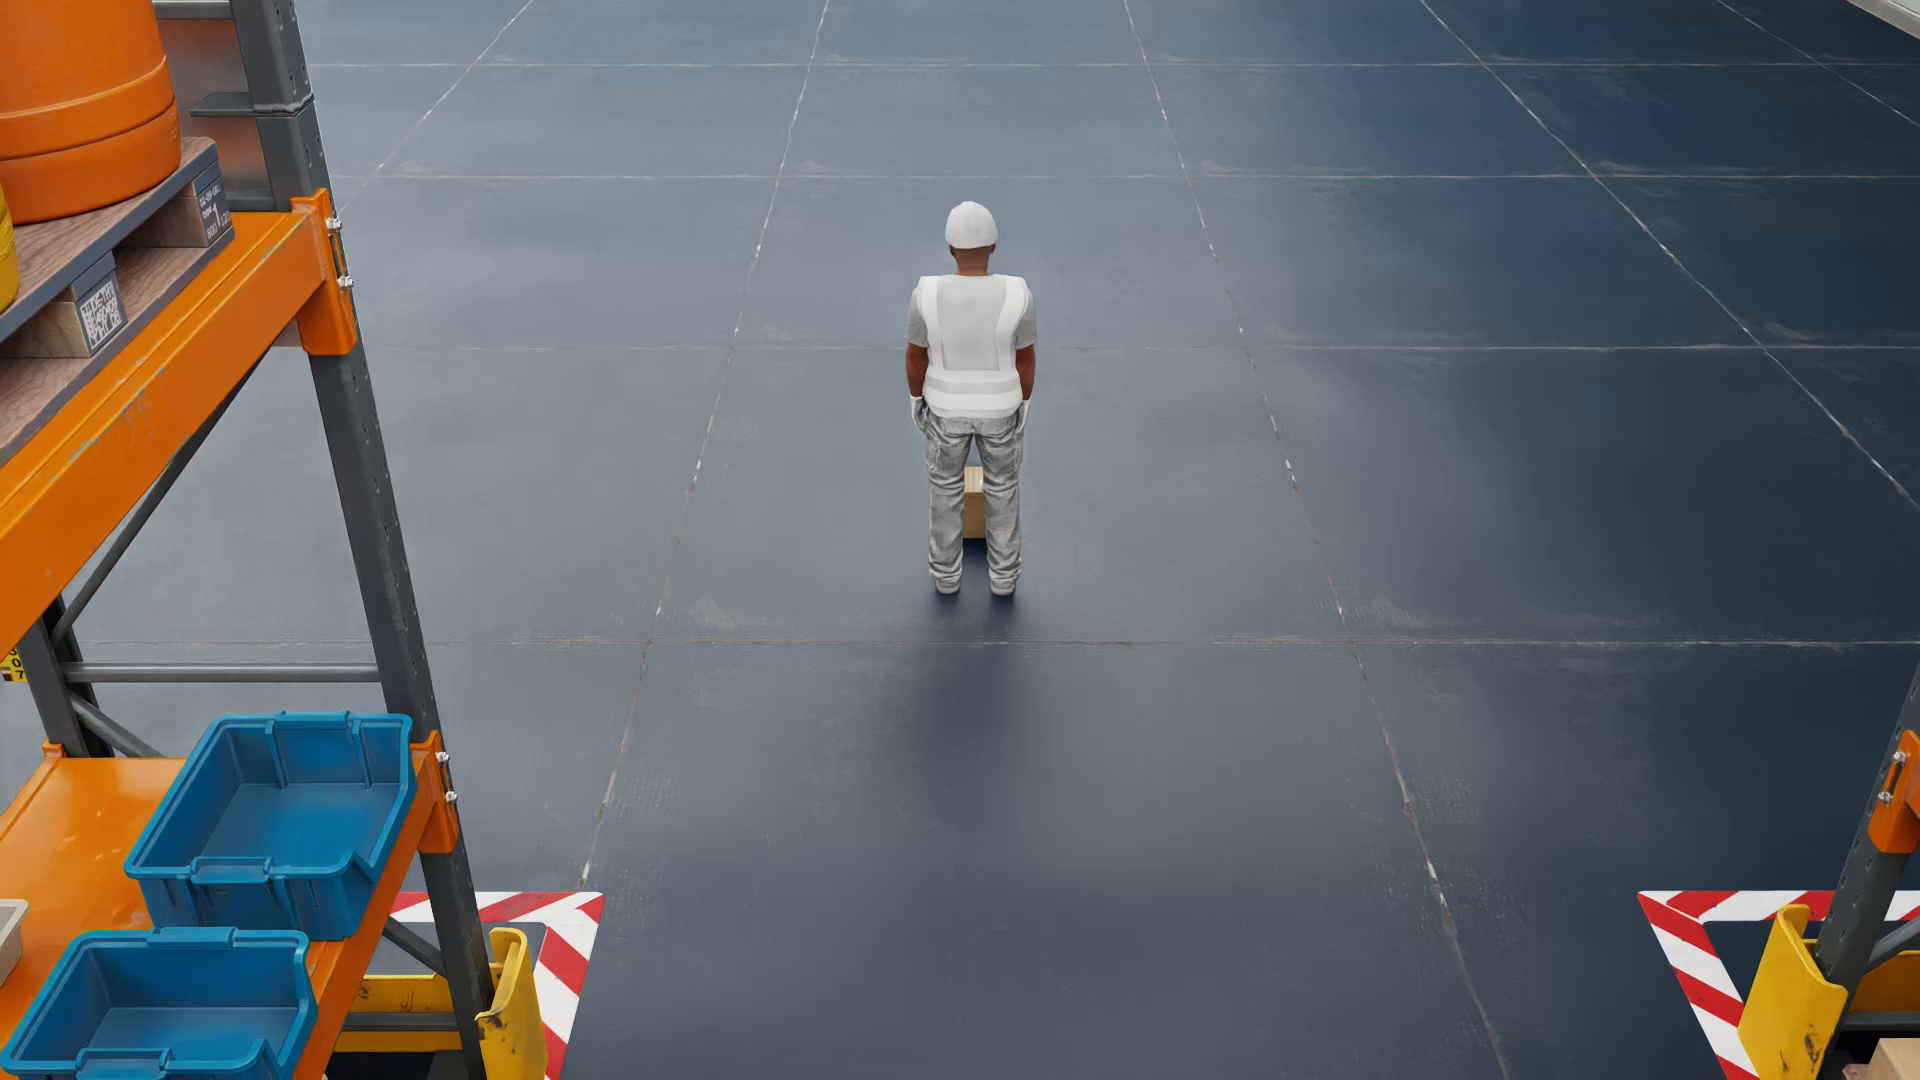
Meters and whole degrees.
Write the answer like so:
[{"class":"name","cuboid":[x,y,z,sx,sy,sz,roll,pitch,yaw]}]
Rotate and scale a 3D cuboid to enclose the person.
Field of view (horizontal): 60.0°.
[{"class":"person","cuboid":[0.045,-0.580,7.075,0.546,1.782,0.353,1,31,1]}]
